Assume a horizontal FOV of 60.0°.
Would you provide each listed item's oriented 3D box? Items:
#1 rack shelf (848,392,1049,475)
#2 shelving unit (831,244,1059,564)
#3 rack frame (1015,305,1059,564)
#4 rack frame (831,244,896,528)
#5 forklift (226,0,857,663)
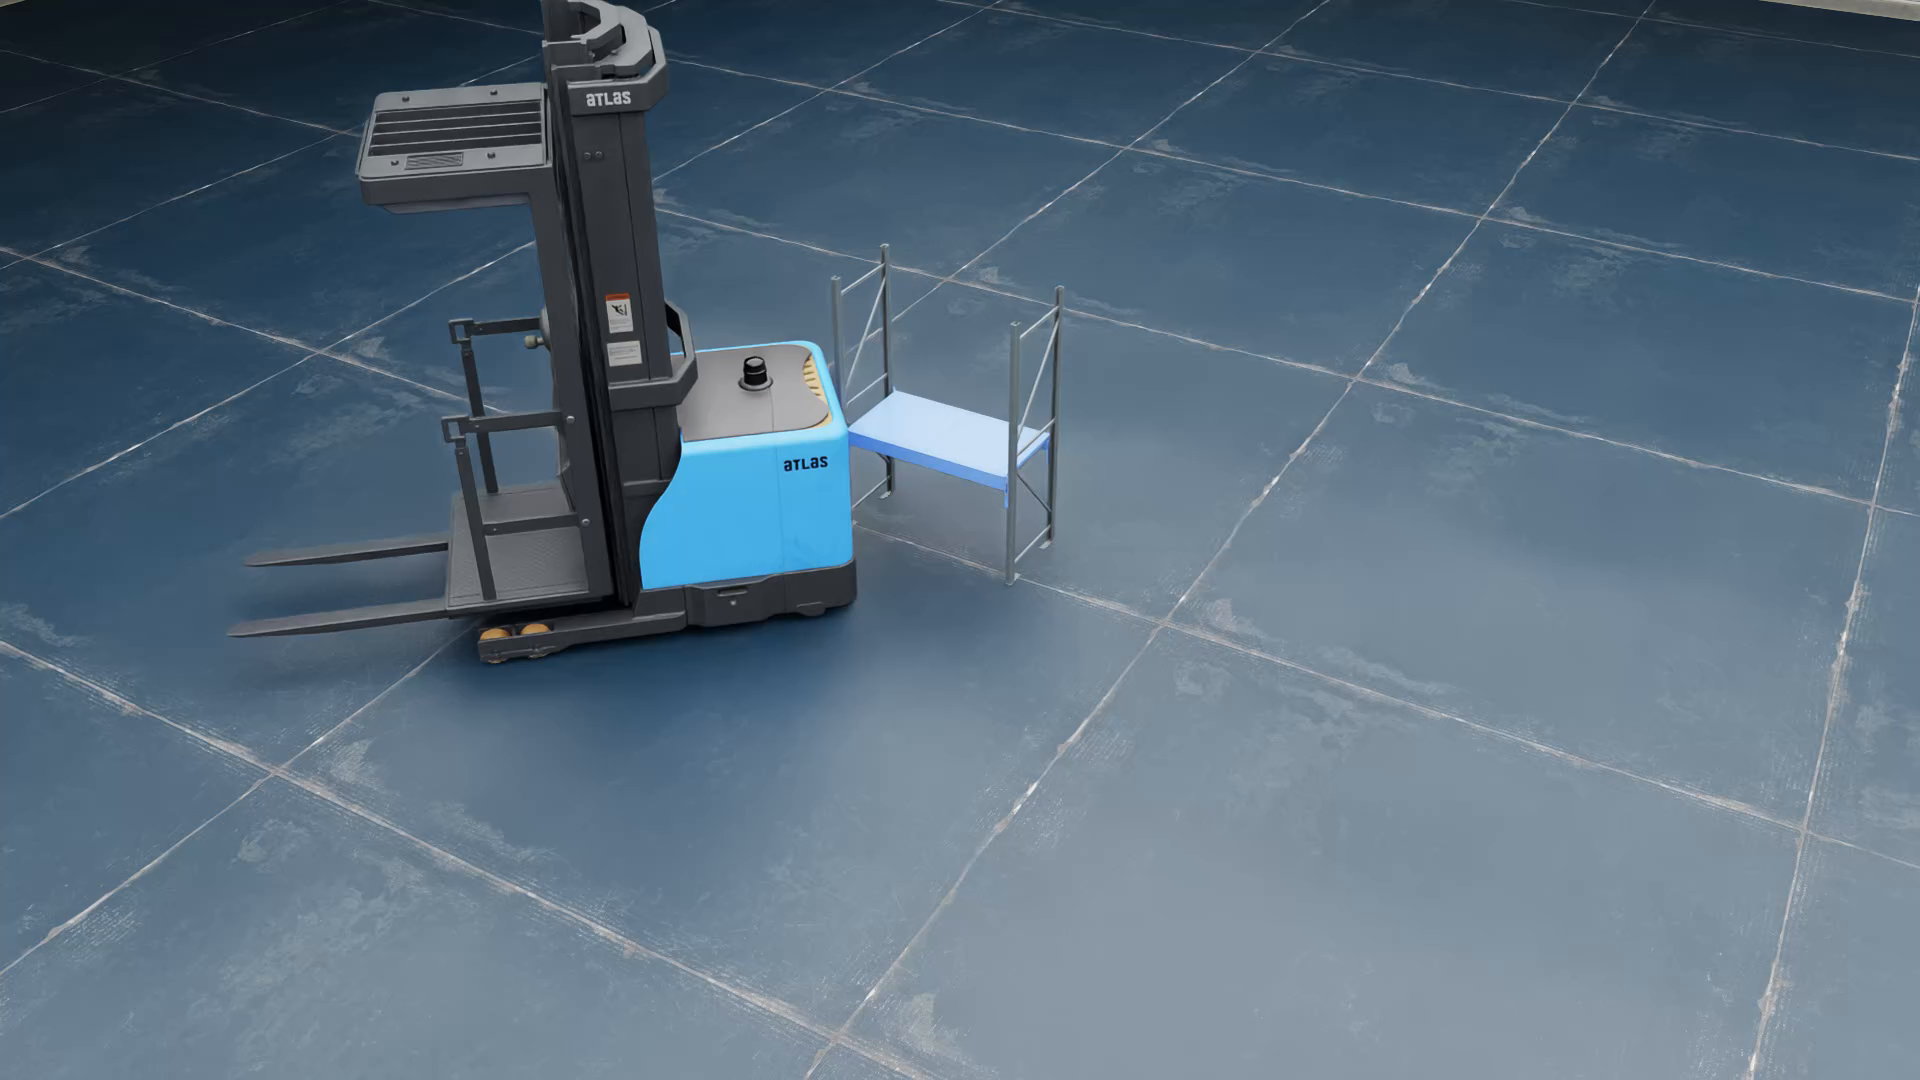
[{"bbox_3d":[-0.064,-0.555,8.705,0.952,0.026,0.459,18,38,25],"label":"rack shelf"},{"bbox_3d":[-0.068,-0.650,8.644,1.039,1.500,0.500,18,38,25],"label":"shelving unit"},{"bbox_3d":[0.375,-0.507,8.429,0.013,1.308,0.475,18,38,25],"label":"rack frame"},{"bbox_3d":[-0.504,-0.790,8.854,0.032,1.500,0.500,18,38,25],"label":"rack frame"},{"bbox_3d":[-2.096,-0.942,7.791,3.031,2.935,1.130,-7,34,-10],"label":"forklift"}]
